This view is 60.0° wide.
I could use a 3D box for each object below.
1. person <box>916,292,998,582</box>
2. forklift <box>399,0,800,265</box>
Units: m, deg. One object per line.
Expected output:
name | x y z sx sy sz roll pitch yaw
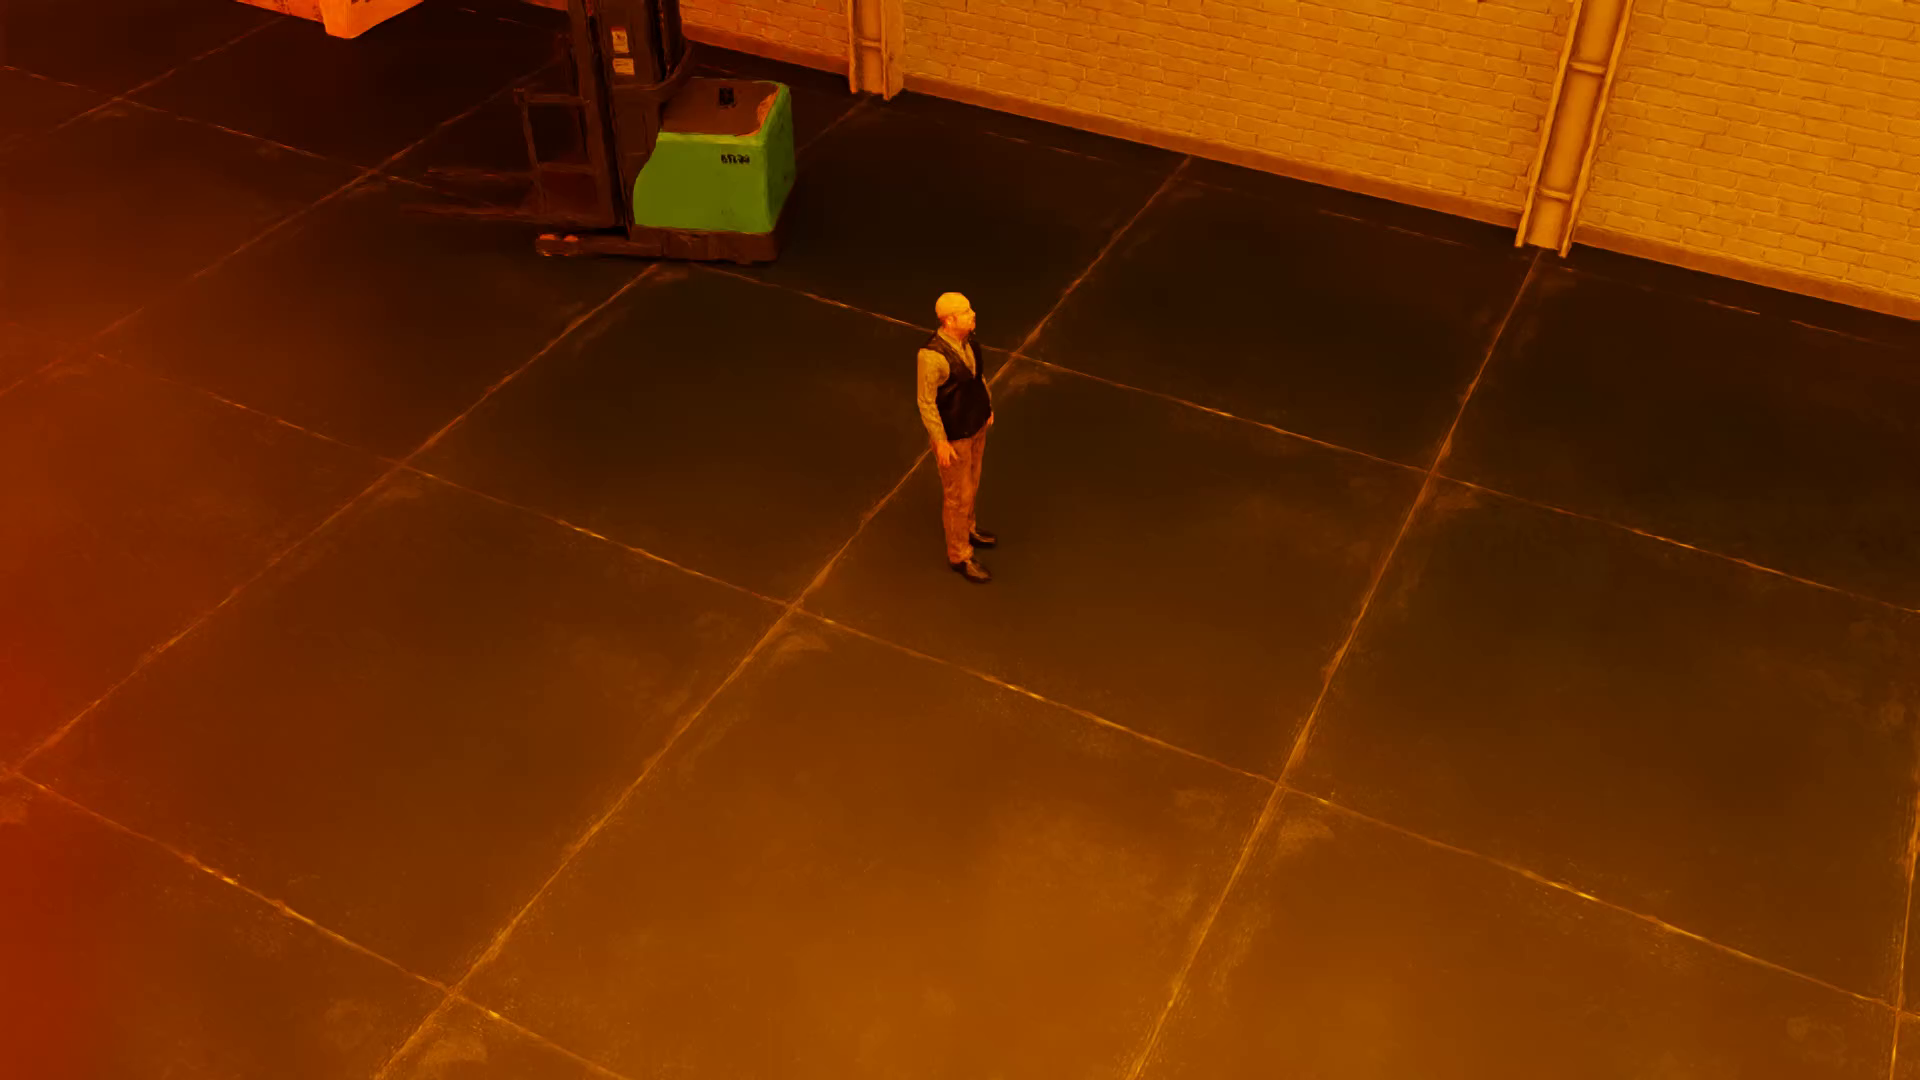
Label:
person | 0.052 -0.641 9.675 0.567 1.720 0.632 18 43 21
forklift | -2.847 -3.639 12.307 3.031 2.935 1.130 5 40 6
